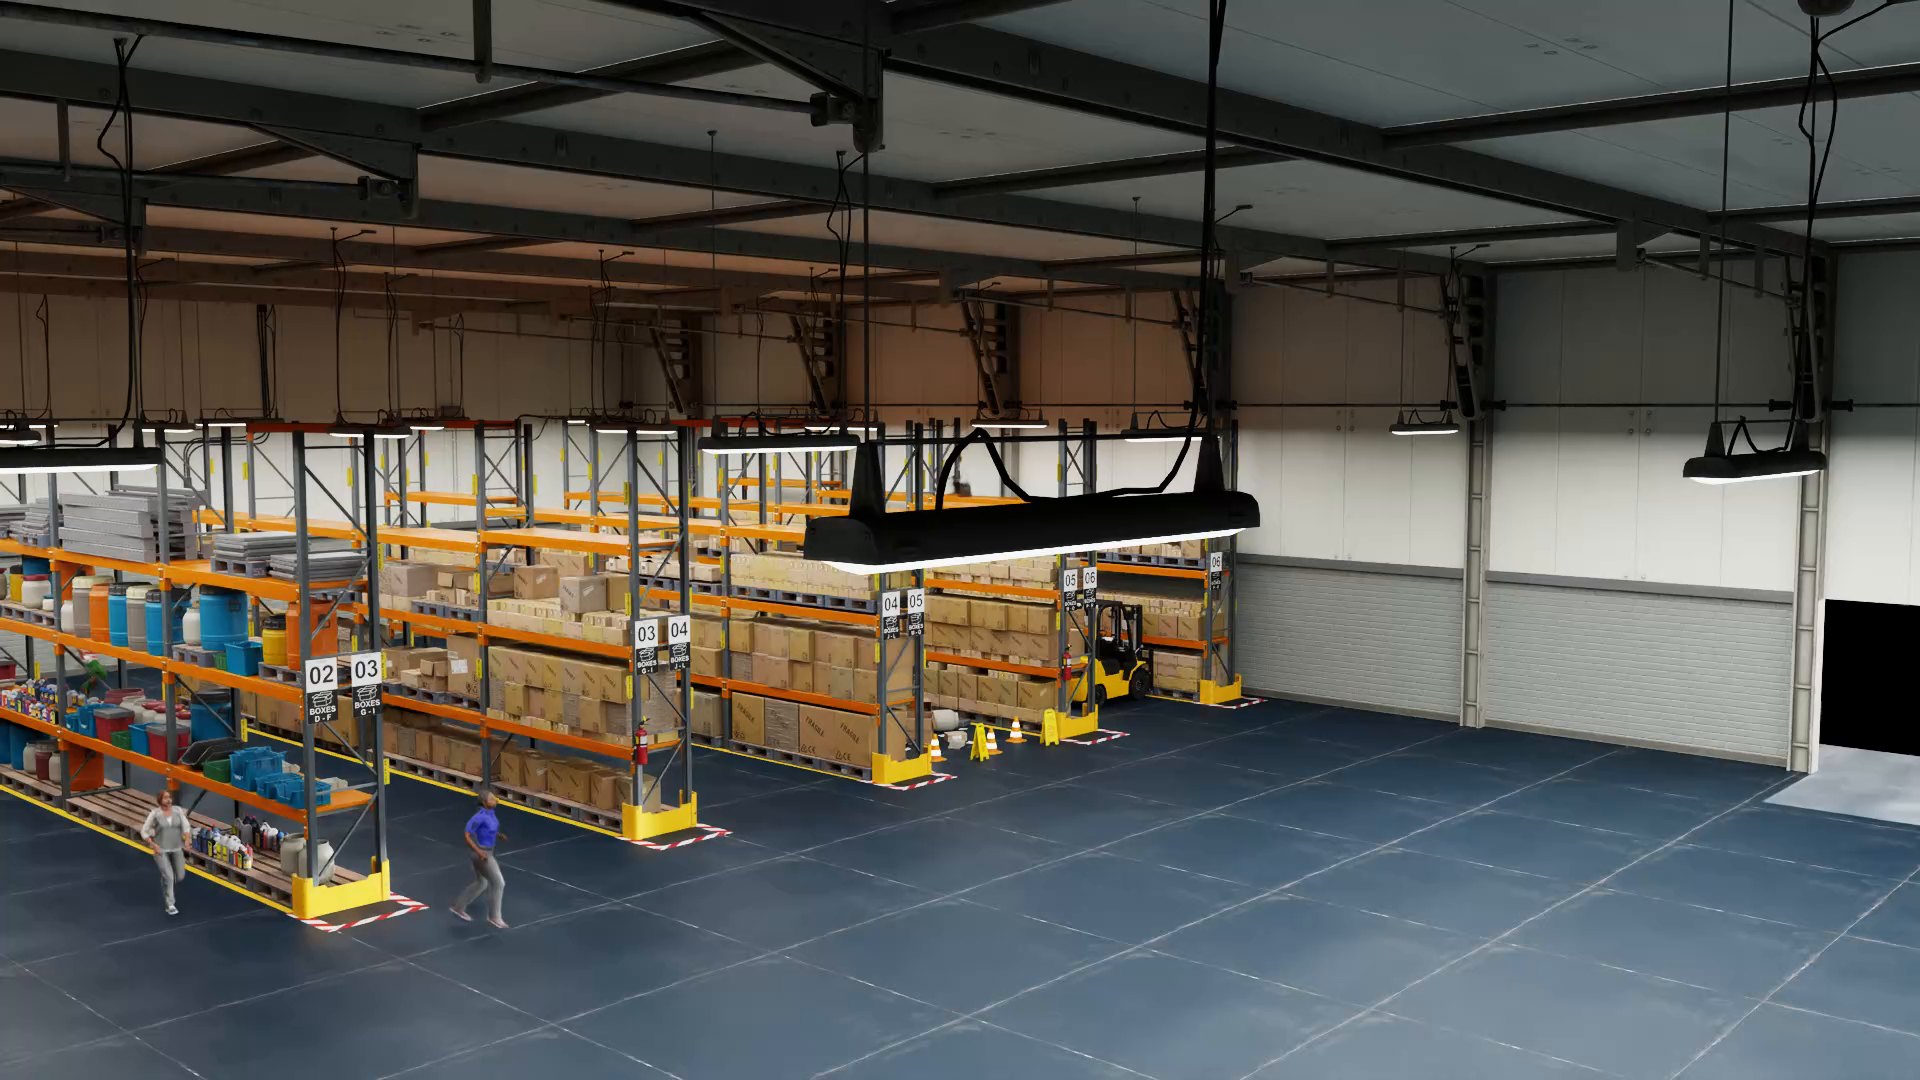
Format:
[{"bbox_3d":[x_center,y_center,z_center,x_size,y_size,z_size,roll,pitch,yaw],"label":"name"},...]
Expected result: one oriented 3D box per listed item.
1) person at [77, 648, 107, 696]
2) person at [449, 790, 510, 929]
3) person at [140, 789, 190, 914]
[{"bbox_3d":[-18.489,2.561,35.480,0.569,1.736,0.662,-2,5,-23],"label":"person"},{"bbox_3d":[-5.830,3.874,20.155,0.728,1.716,0.606,0,5,-5],"label":"person"},{"bbox_3d":[-9.905,3.857,20.740,0.588,1.552,0.583,5,7,45],"label":"person"}]
